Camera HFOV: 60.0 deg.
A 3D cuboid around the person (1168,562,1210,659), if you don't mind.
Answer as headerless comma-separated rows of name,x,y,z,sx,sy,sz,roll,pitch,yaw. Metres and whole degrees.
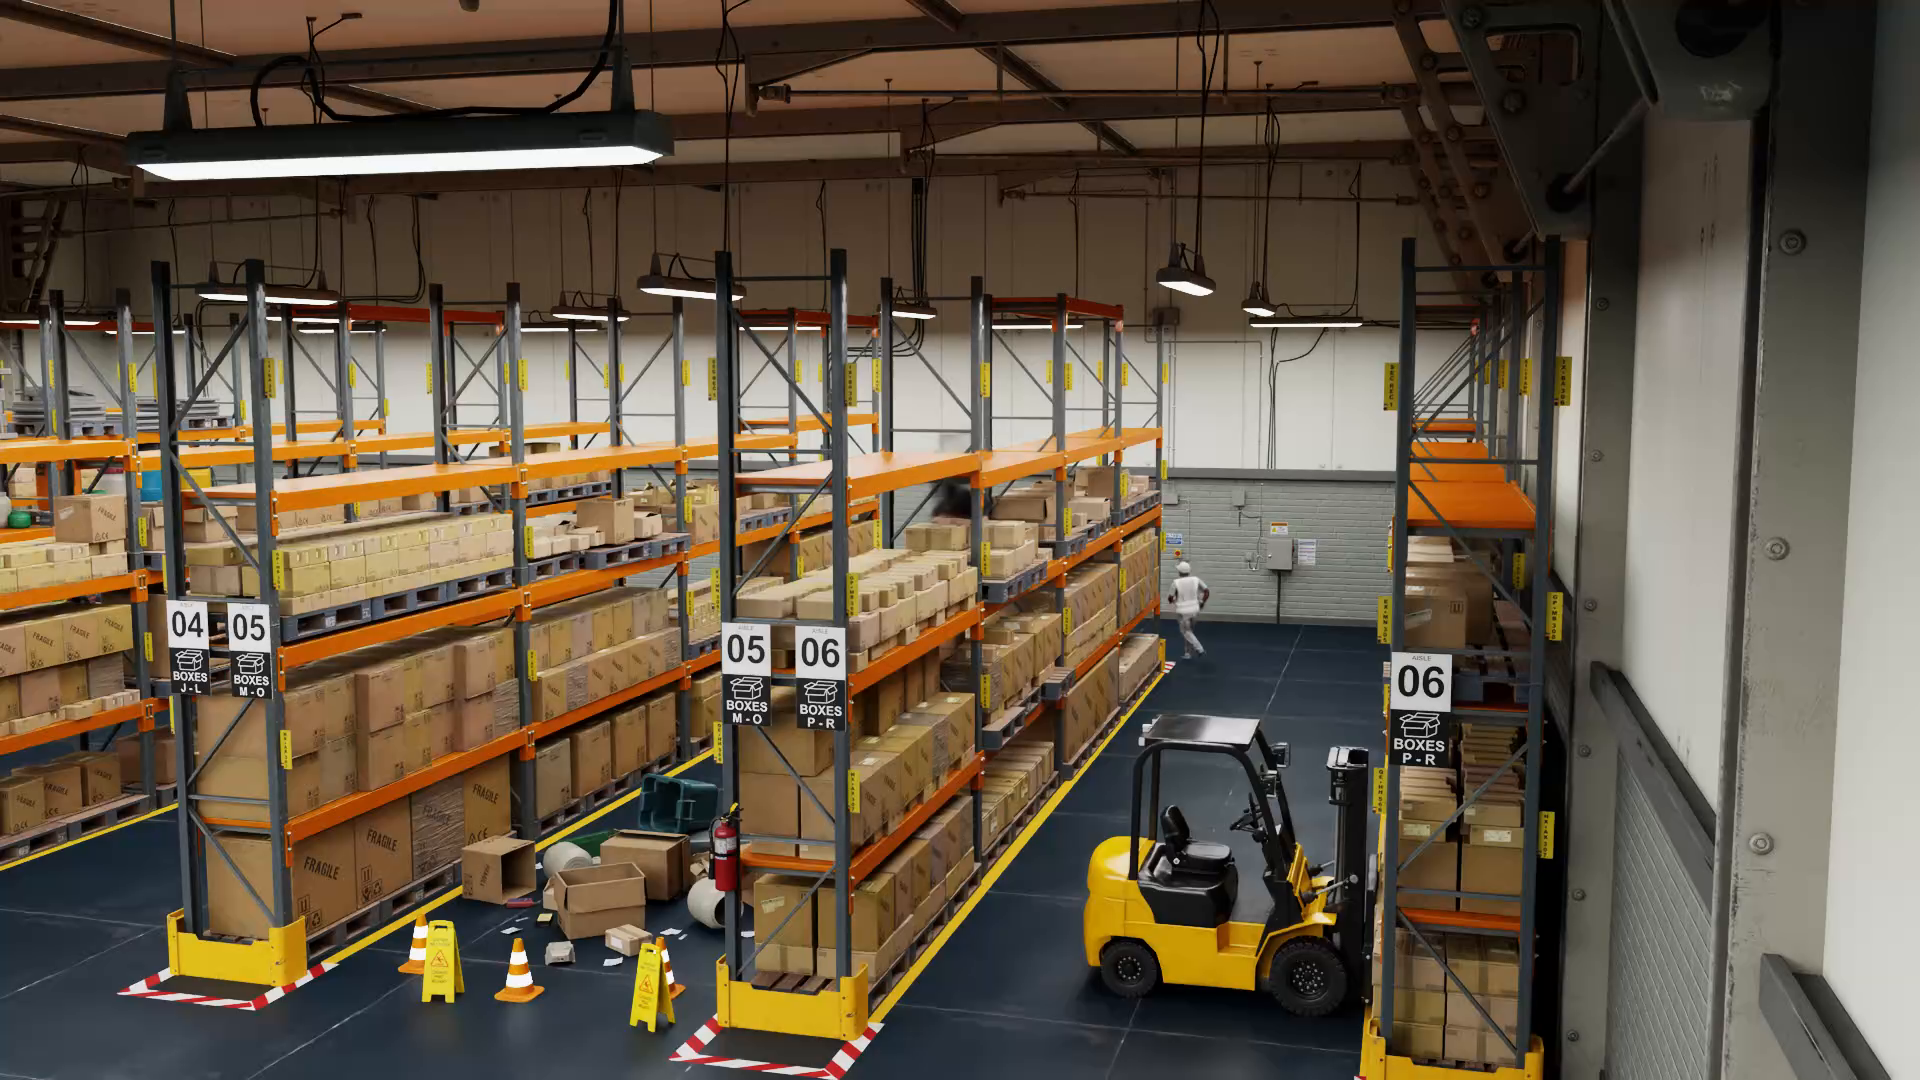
person,3.928,1.255,28.790,0.721,1.769,0.820,-2,7,-22
